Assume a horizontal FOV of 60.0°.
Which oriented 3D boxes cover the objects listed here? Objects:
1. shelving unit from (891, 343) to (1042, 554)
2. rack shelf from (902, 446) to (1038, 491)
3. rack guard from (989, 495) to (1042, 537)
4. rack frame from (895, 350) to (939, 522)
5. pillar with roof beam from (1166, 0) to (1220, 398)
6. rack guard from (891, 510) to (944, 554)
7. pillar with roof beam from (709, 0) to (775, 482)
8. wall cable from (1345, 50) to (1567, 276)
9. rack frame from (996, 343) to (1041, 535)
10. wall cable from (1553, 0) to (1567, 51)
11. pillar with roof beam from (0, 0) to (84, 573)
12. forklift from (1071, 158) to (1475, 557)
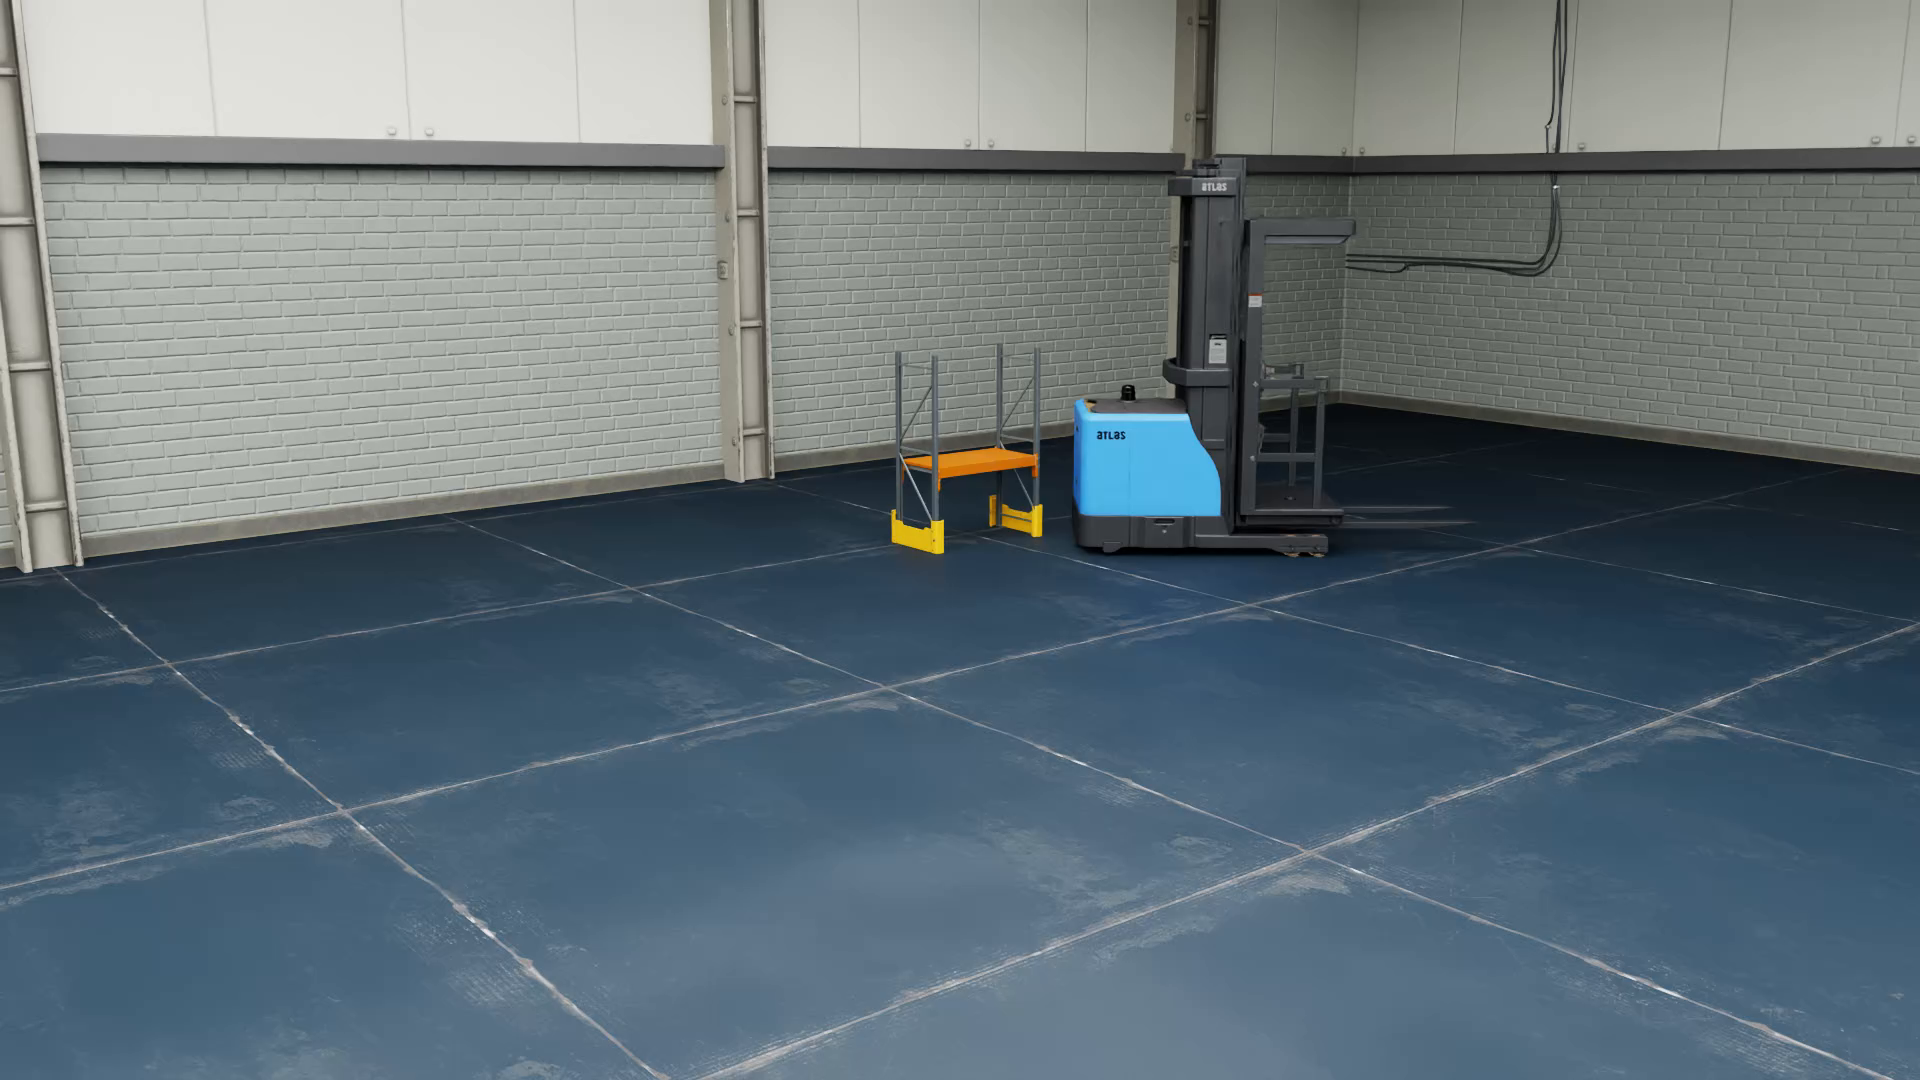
[{"bbox_3d":[0.060,-0.744,13.020,1.083,1.500,0.587,-9,15,-38],"label":"shelving unit"},{"bbox_3d":[0.067,-0.569,13.062,1.000,0.185,0.538,-9,15,-38],"label":"rack shelf"},{"bbox_3d":[0.448,-0.197,13.454,0.087,0.250,0.587,-9,15,-38],"label":"rack guard"},{"bbox_3d":[-0.330,-0.679,12.714,0.032,1.500,0.500,-9,15,-38],"label":"rack frame"},{"bbox_3d":[5.356,-5.074,15.361,0.400,9.000,9.100,-9,15,-38],"label":"pillar with roof beam"},{"bbox_3d":[-0.329,-0.068,12.845,0.087,0.250,0.587,-9,15,-38],"label":"rack guard"},{"bbox_3d":[0.671,-4.296,11.694,0.400,9.000,9.100,-9,15,-38],"label":"pillar with roof beam"},{"bbox_3d":[5.793,-4.421,19.762,0.112,2.526,3.097,-9,15,-38],"label":"wall cable"},{"bbox_3d":[0.464,-0.811,13.336,0.032,1.500,0.500,-9,15,-38],"label":"rack frame"},{"bbox_3d":[7.483,-6.453,17.171,0.112,2.526,3.097,-9,15,-38],"label":"wall cable"},{"bbox_3d":[-4.014,-3.517,8.028,0.400,9.000,9.100,-9,15,-38],"label":"pillar with roof beam"},{"bbox_3d":[2.413,-1.417,12.747,3.031,2.935,1.130,0,12,0],"label":"forklift"}]
